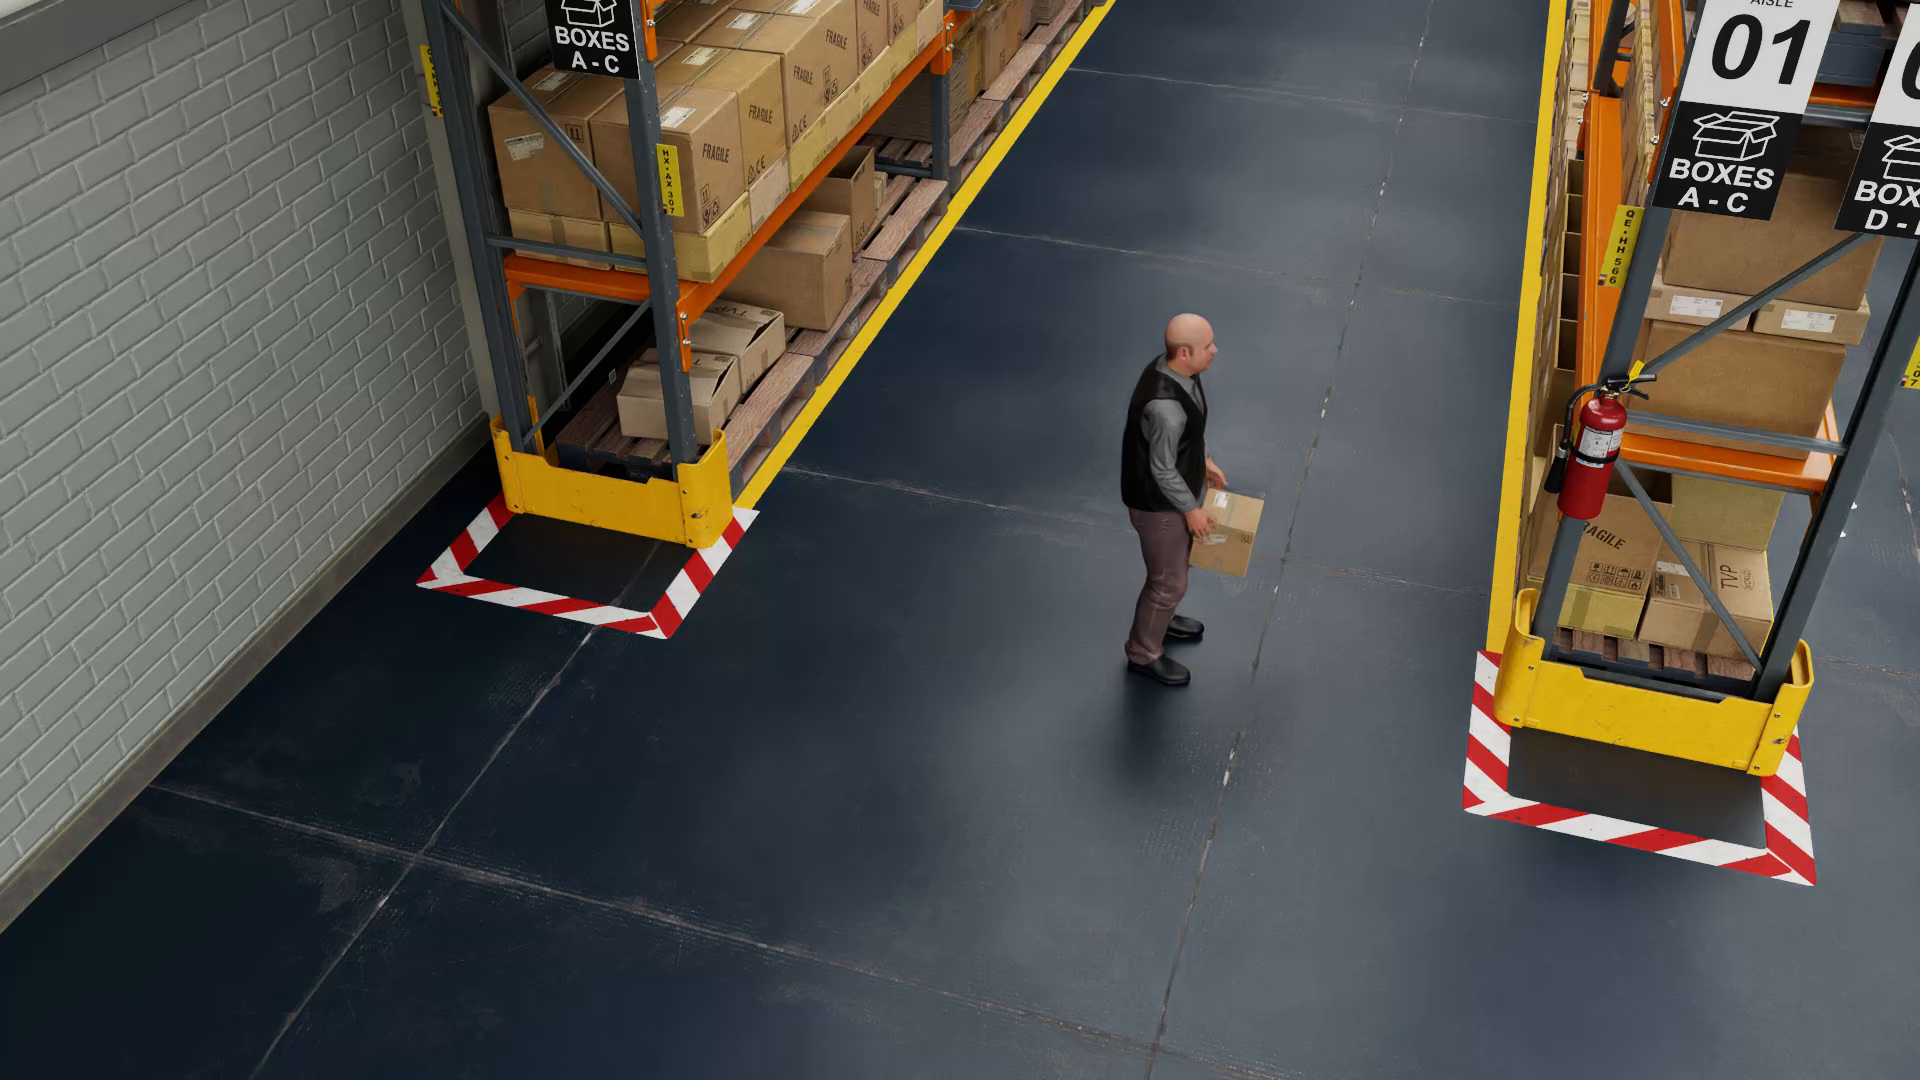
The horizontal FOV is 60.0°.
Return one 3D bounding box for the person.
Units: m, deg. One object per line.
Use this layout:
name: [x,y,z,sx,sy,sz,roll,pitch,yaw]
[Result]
person: [0.909,-0.203,7.178,0.446,1.727,0.551,10,38,13]
